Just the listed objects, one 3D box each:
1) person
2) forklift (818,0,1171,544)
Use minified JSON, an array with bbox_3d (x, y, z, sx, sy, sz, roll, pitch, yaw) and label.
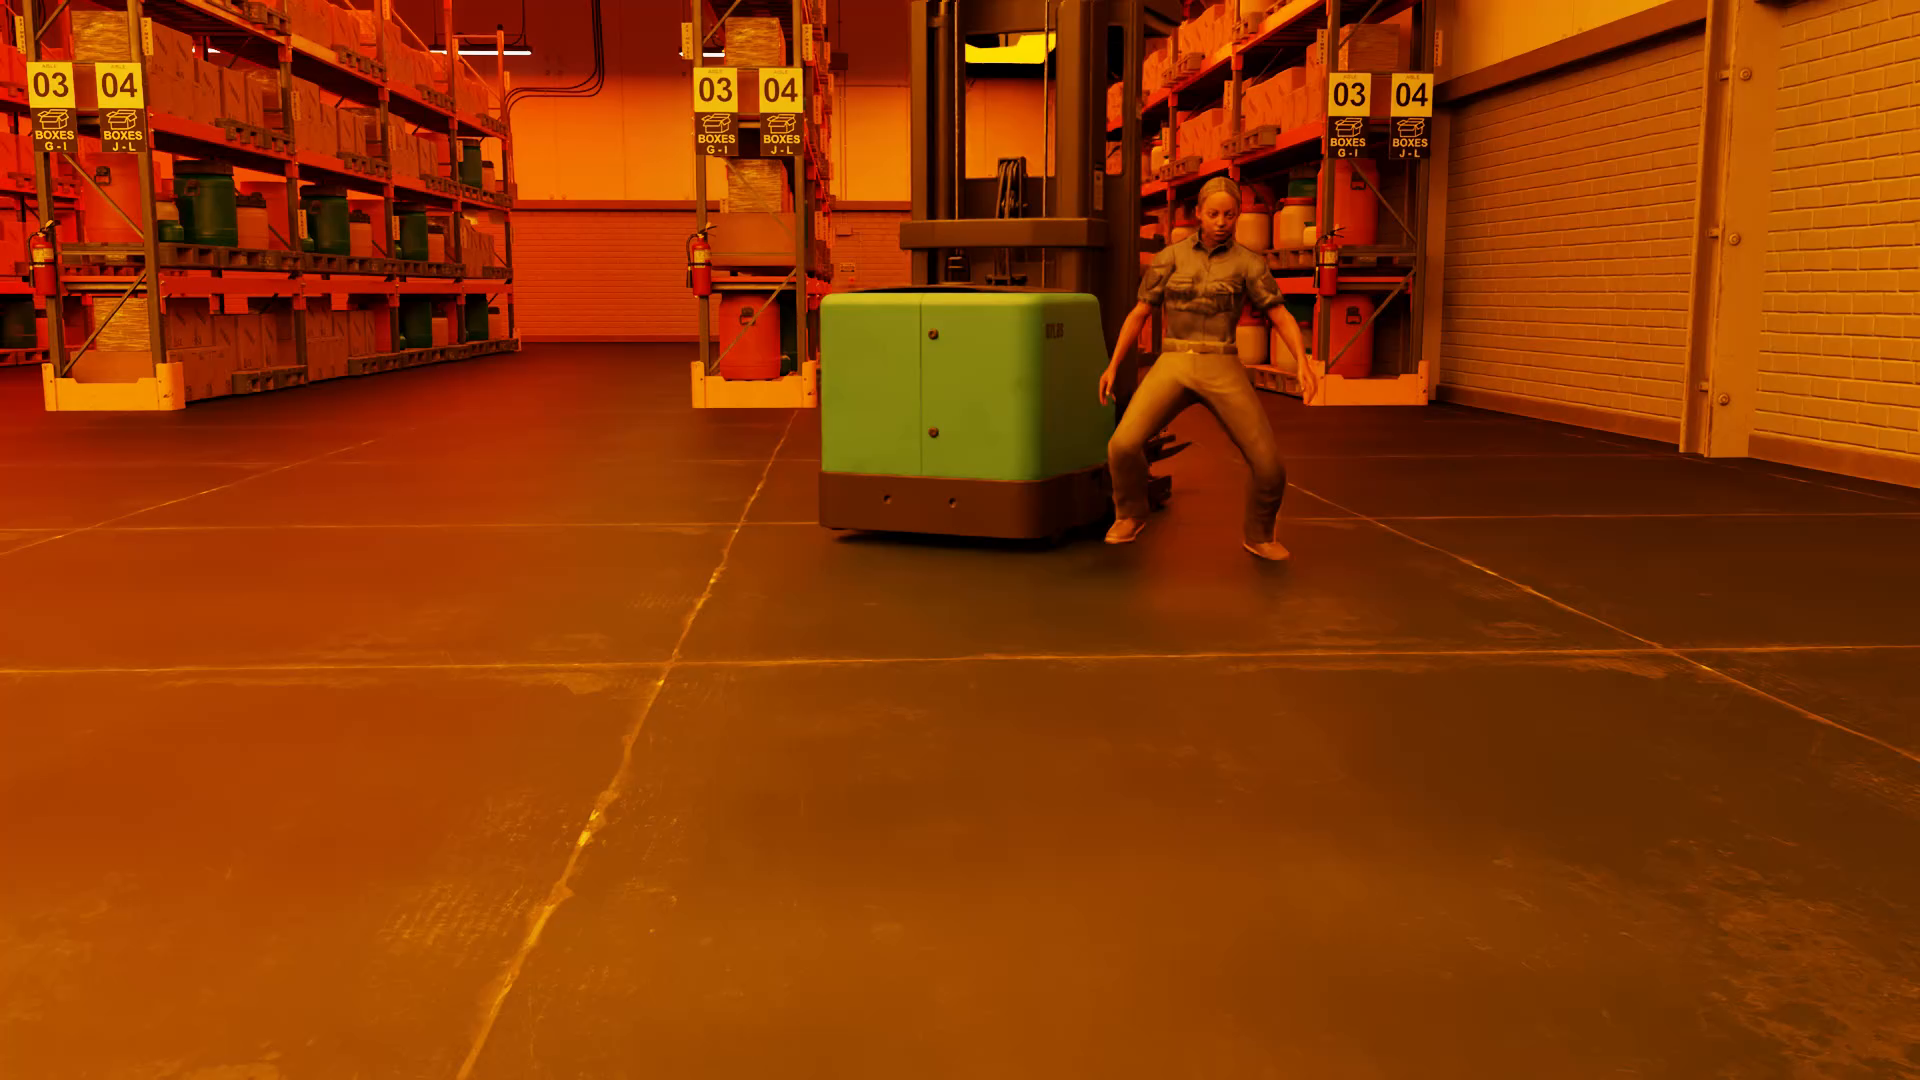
[{"bbox_3d":[0.988,-0.654,6.647,0.865,1.540,0.615,2,9,13],"label":"person"},{"bbox_3d":[0.429,-1.612,8.186,1.130,2.935,3.031,4,9,23],"label":"forklift"}]
